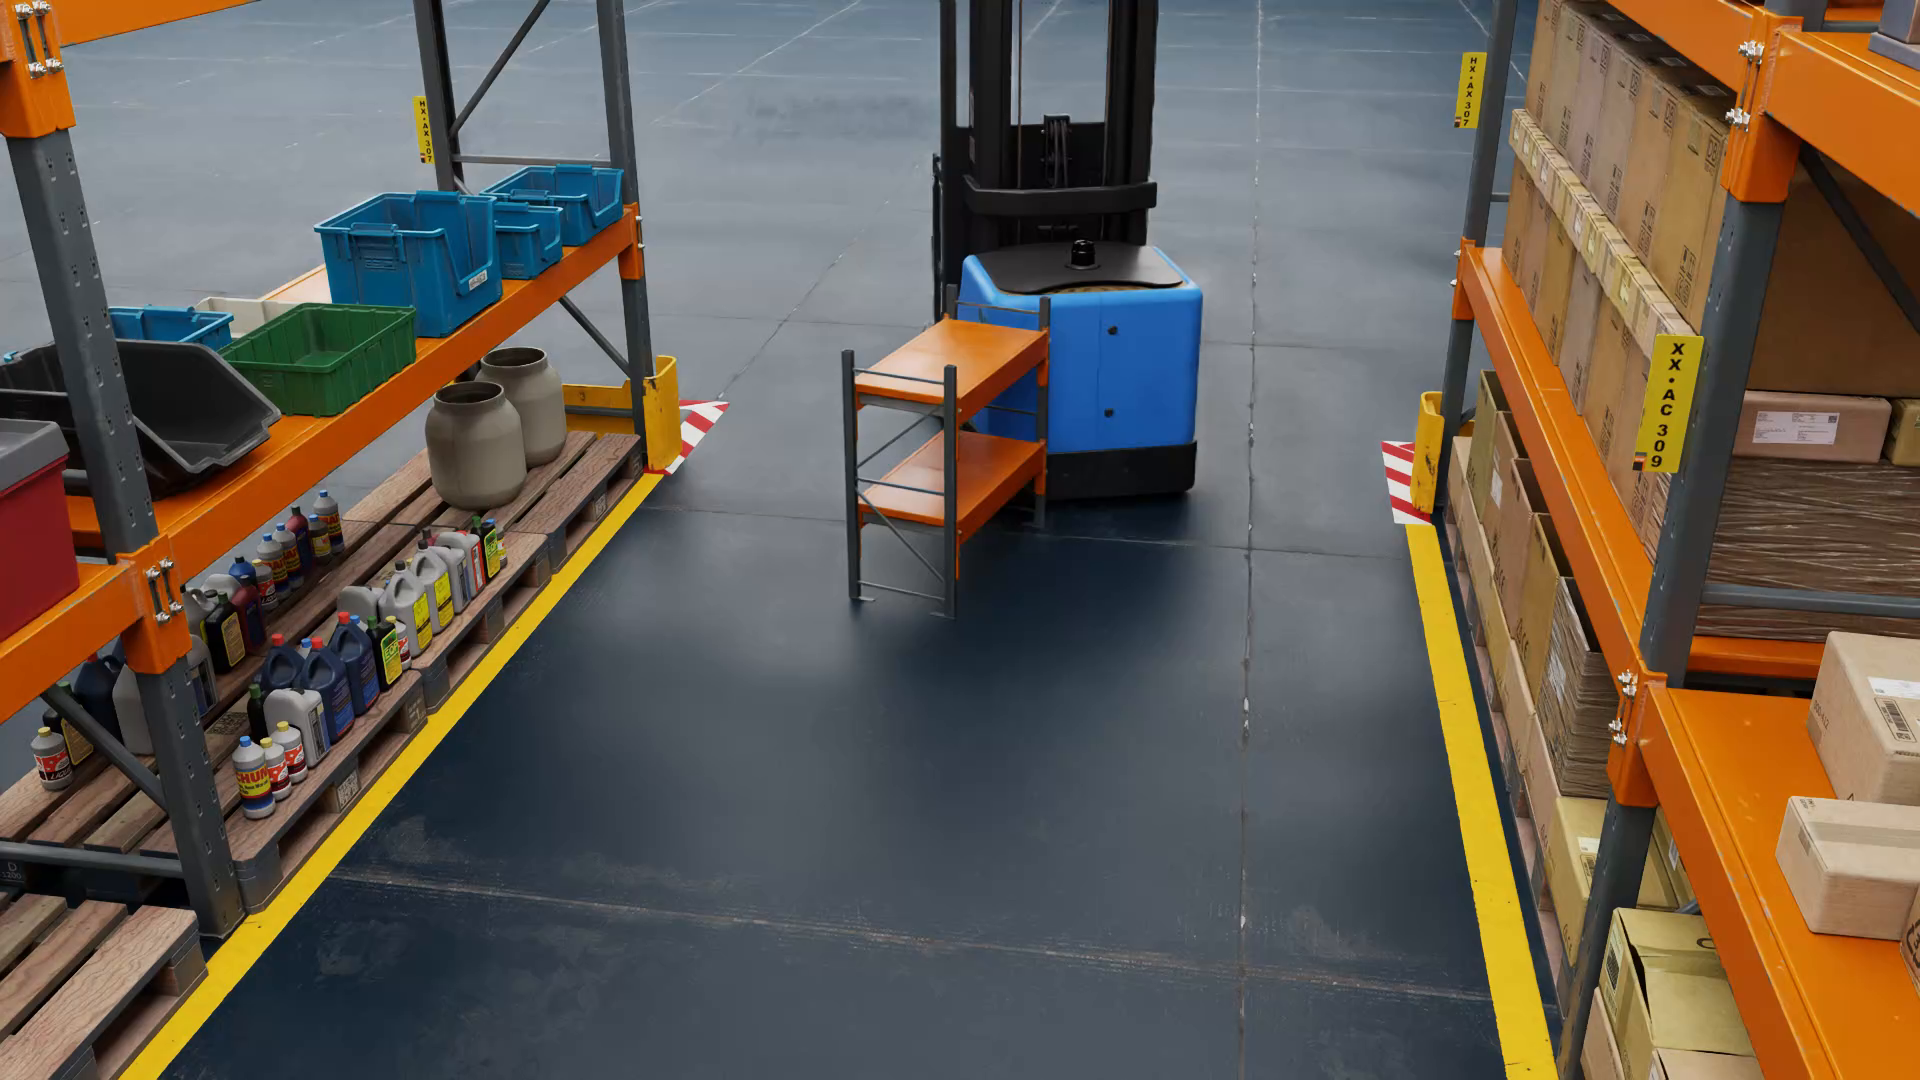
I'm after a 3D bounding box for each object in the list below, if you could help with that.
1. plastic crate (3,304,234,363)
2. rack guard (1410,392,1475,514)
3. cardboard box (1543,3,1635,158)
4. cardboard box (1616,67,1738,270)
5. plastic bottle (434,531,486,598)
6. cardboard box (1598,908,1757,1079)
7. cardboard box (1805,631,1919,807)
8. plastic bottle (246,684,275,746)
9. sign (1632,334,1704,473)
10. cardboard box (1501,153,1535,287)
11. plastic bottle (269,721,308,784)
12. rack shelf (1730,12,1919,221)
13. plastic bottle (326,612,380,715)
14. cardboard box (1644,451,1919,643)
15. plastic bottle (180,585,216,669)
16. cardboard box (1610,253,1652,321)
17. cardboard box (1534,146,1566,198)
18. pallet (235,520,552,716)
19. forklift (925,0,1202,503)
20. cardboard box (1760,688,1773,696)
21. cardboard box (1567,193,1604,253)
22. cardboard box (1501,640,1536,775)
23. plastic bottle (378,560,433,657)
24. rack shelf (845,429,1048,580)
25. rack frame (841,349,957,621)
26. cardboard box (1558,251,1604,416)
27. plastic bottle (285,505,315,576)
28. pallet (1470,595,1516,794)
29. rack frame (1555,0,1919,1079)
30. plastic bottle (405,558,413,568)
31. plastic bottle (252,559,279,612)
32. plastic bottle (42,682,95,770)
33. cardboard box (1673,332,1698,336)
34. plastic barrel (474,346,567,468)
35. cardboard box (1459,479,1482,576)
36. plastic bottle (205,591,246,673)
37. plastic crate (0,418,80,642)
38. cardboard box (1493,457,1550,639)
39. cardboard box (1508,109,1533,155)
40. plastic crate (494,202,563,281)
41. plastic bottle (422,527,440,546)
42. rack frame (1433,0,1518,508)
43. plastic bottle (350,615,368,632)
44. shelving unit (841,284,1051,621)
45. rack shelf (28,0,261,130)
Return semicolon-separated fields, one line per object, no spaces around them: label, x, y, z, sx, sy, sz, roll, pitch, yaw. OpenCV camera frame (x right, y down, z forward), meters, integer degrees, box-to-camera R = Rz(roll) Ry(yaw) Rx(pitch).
plastic crate;-2.831;-0.598;5.665;0.499;0.251;0.616;4;25;9
rack guard;2.800;-0.390;7.994;1.175;0.500;0.348;4;25;9
cardboard box;2.618;-1.708;6.213;0.700;0.500;0.500;3;25;7
cardboard box;2.372;-1.079;4.868;0.700;0.500;0.500;4;25;8
plastic bottle;-2.026;0.079;6.736;0.152;0.276;0.135;4;25;9
cardboard box;1.829;1.118;3.911;0.500;0.311;0.500;4;25;9
cardboard box;2.105;0.438;3.454;0.500;0.250;0.500;6;26;12
plastic bottle;-2.339;0.600;5.615;0.061;0.283;0.133;4;25;9
sign;1.594;-0.305;3.749;0.100;0.325;0.005;4;25;9
cardboard box;2.707;-1.363;7.006;0.700;0.500;0.500;4;25;9
plastic bottle;-2.226;0.696;5.506;0.097;0.201;0.097;0;25;0
rack shelf;1.815;-0.035;1.598;1.077;0.370;4.000;4;25;9
plastic bottle;-2.172;0.429;5.902;0.144;0.351;0.185;3;25;6
cardboard box;2.208;-0.071;4.244;0.700;0.500;0.500;3;25;7
plastic bottle;-2.839;0.312;6.151;0.144;0.351;0.185;4;25;8
cardboard box;2.143;-0.732;4.893;0.380;0.149;0.250;4;25;8
cardboard box;2.393;-1.382;6.281;0.380;0.149;0.250;4;25;8
pallet;-2.396;0.289;6.883;1.003;0.211;1.213;4;25;9
forklift;0.407;-2.102;8.783;1.130;2.935;3.031;-4;25;-8
cardboard box;2.601;0.494;5.019;0.500;0.500;0.500;4;25;9
cardboard box;2.267;-1.059;5.592;0.380;0.149;0.250;4;25;9
cardboard box;2.161;0.588;5.703;0.500;0.250;0.500;4;25;9
plastic bottle;-2.102;0.251;6.281;0.144;0.351;0.185;4;25;8
rack shelf;-0.039;-0.193;7.413;0.538;0.278;1.000;11;27;22
rack frame;-0.248;-0.218;6.889;0.500;1.125;0.032;11;27;22
cardboard box;2.457;-0.715;5.622;0.700;0.500;0.500;5;26;10
plastic bottle;-2.749;0.004;6.888;0.061;0.283;0.133;4;25;9
pallet;2.510;0.582;6.257;1.003;0.211;1.213;4;25;9
rack frame;2.142;0.161;3.868;1.000;3.000;0.127;4;25;9
plastic bottle;-2.175;0.170;6.630;0.097;0.201;0.097;0;25;0
plastic bottle;-2.783;0.175;6.621;0.097;0.201;0.097;0;25;0
plastic bottle;-2.991;0.623;5.566;0.061;0.283;0.133;5;26;11
cardboard box;2.018;-0.410;4.205;0.380;0.149;0.250;3;25;7
plastic barrel;-2.122;-0.640;8.018;0.421;0.512;0.421;0;25;0
cardboard box;2.411;-0.039;7.043;0.500;0.250;0.500;4;25;9
plastic bottle;-2.734;0.339;6.173;0.061;0.283;0.133;4;25;9
plastic crate;-2.521;0.011;4.113;0.402;0.464;0.583;4;25;9
cardboard box;2.241;0.039;5.991;0.500;0.500;0.500;4;25;9
cardboard box;2.519;-1.702;6.965;0.380;0.149;0.250;4;25;8
plastic crate;-1.989;-1.288;7.139;0.499;0.251;0.408;4;25;9
plastic bottle;-2.131;0.069;6.750;0.061;0.283;0.133;4;25;9
rack frame;2.796;-1.512;7.442;1.000;3.000;0.127;4;25;9
plastic bottle;-2.185;0.401;6.055;0.097;0.271;0.097;0;25;0
shelving unit;-0.039;-0.415;7.309;0.538;1.125;1.048;11;27;22
rack shelf;-2.417;-2.053;5.908;1.077;0.370;4.000;4;25;9
